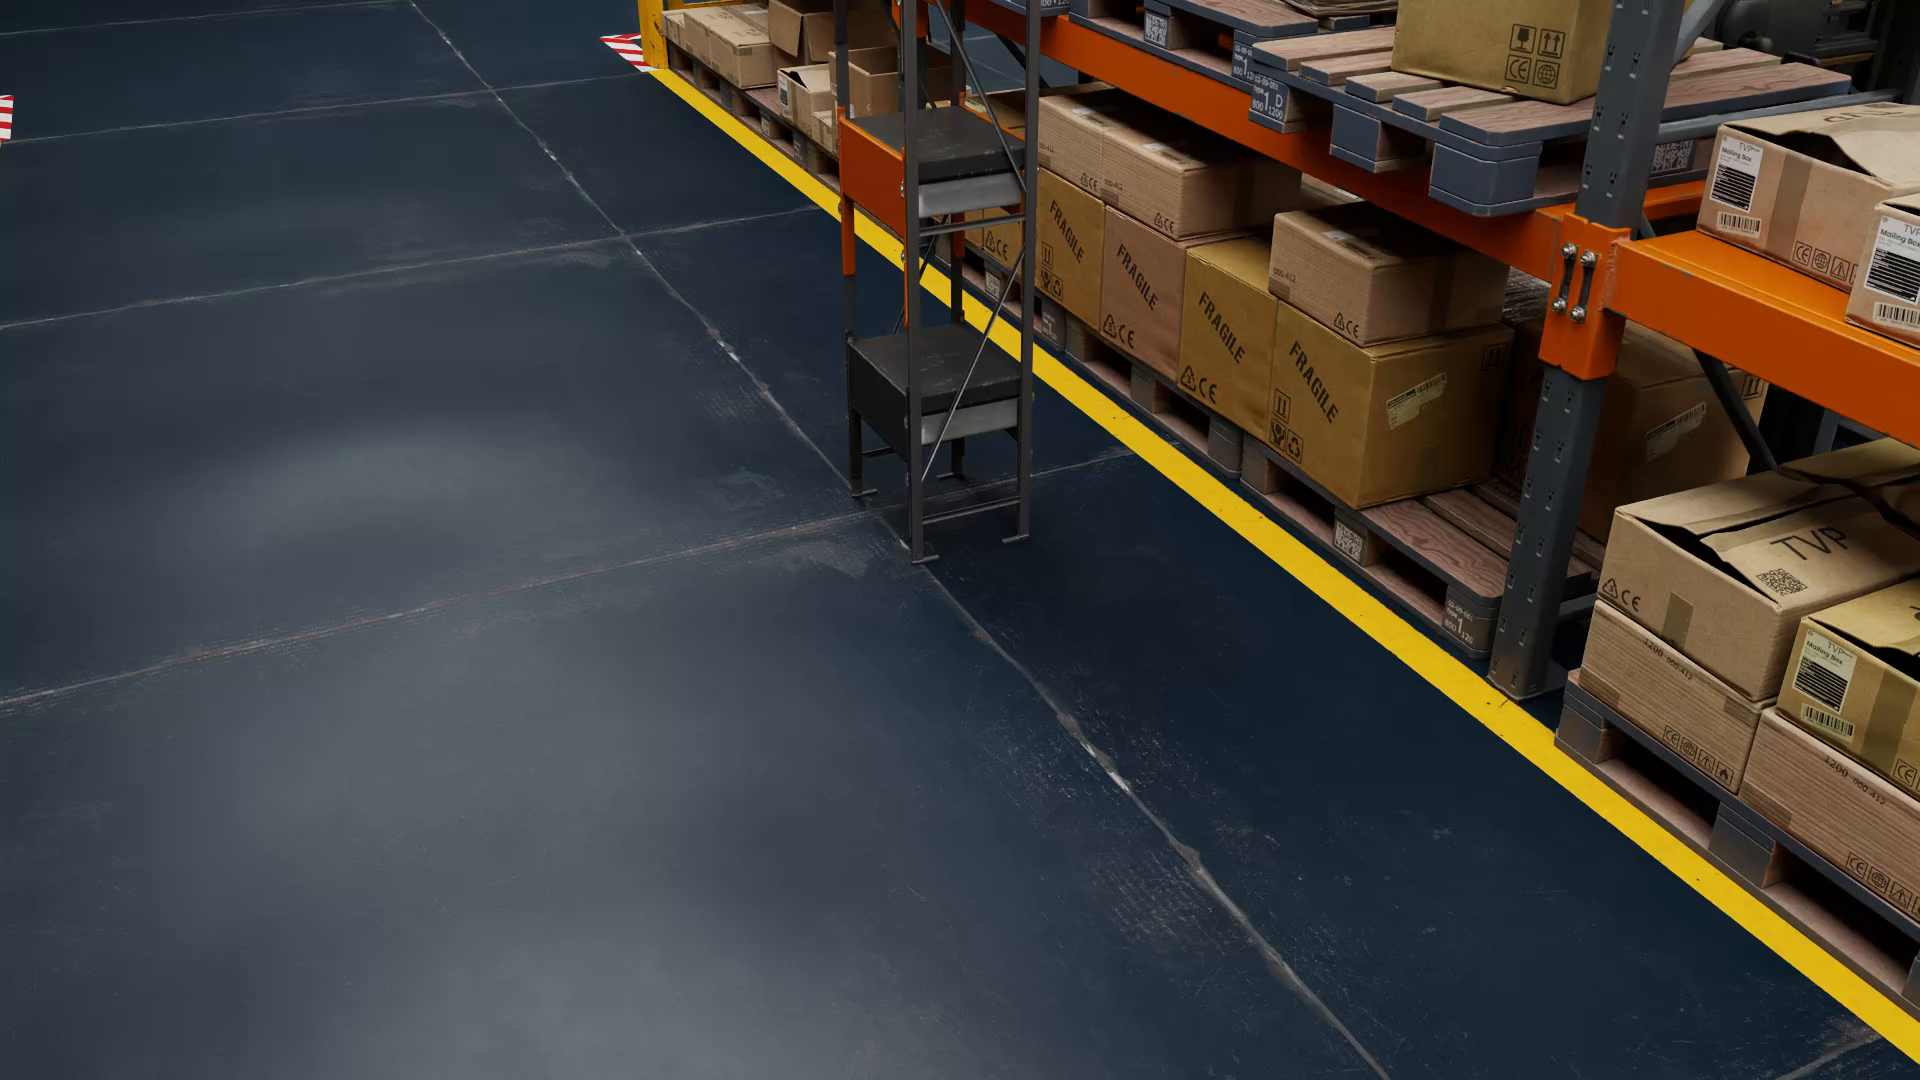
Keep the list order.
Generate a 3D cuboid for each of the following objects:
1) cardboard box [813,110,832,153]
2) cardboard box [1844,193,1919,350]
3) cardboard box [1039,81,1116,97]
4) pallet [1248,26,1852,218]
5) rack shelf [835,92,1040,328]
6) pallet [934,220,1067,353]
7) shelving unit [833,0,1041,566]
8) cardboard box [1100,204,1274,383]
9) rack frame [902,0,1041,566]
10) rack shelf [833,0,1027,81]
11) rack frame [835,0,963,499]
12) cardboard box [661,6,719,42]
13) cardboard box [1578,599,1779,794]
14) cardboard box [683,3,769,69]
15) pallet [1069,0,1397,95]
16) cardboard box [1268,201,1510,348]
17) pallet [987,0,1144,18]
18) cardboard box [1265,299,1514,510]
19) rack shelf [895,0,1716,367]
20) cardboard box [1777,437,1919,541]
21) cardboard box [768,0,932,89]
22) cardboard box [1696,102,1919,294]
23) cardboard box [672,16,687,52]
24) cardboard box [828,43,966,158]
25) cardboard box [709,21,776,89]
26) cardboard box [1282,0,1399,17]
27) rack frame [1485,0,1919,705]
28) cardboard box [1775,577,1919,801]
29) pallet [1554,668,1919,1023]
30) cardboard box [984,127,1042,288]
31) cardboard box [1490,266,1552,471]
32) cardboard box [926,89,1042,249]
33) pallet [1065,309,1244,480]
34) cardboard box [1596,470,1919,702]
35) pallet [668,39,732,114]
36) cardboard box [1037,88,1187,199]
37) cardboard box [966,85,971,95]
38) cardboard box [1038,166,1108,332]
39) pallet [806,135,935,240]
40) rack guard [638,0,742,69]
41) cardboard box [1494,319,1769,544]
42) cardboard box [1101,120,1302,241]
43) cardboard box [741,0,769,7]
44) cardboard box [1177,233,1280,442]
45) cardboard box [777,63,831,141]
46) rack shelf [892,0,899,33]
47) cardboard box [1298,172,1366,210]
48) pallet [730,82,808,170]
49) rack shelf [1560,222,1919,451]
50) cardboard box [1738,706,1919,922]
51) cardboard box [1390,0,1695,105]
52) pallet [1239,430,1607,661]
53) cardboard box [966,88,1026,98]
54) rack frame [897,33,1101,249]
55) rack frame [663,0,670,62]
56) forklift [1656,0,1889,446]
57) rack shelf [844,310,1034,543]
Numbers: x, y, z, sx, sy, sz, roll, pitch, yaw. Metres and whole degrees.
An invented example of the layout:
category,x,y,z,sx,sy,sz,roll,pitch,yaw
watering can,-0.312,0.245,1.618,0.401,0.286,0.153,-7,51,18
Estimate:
category,x,y,z,sx,sy,sz,roll,pitch,yaw
cardboard box,-0.515,-2.059,8.320,0.380,0.149,0.250,-13,32,-22
cardboard box,2.127,-0.524,3.209,0.500,0.311,0.500,-13,32,-23
cardboard box,0.672,-1.709,7.337,0.500,0.500,0.500,-13,32,-22
pallet,1.564,-1.200,4.519,1.213,0.211,1.003,-13,32,-22
rack shelf,-0.071,-0.977,4.874,0.431,0.518,0.480,-13,32,-22
pallet,0.585,-1.198,7.171,1.003,0.211,1.213,-13,32,-22
shelving unit,-0.071,-0.989,4.867,0.431,2.100,0.503,-13,32,-22
cardboard box,0.852,-0.923,5.936,0.500,0.500,0.500,-14,32,-24
rack frame,0.034,-0.881,4.675,0.400,2.100,0.015,-13,32,-22
rack shelf,-0.071,-1.588,4.531,0.431,0.518,0.480,-13,32,-22
rack frame,-0.176,-1.097,5.059,0.400,2.100,0.015,-13,32,-22
cardboard box,-1.647,-3.224,10.397,0.380,0.149,0.250,-13,32,-22
cardboard box,1.878,0.311,4.011,0.500,0.250,0.500,-13,32,-22
cardboard box,-1.324,-3.004,9.903,0.500,0.250,0.500,-13,32,-22
pallet,1.079,-1.773,5.541,1.003,0.211,1.213,-13,32,-22
cardboard box,1.277,-0.815,4.976,0.500,0.250,0.500,-12,31,-20
pallet,0.446,-2.306,6.492,1.003,0.211,1.213,-13,32,-22
cardboard box,1.305,-0.464,5.117,0.500,0.500,0.500,-12,31,-20
rack shelf,1.060,-1.568,5.715,1.077,0.370,4.000,-13,32,-22
cardboard box,2.366,-0.047,4.076,0.500,0.311,0.500,-12,32,-21
cardboard box,-0.610,-2.697,9.096,0.797,0.503,0.637,-13,32,-22
cardboard box,2.035,-0.790,3.683,0.500,0.311,0.500,-11,31,-19
cardboard box,-1.539,-3.121,10.196,0.380,0.166,0.250,-13,32,-22
cardboard box,-0.300,-2.059,7.961,0.500,0.500,0.500,-13,32,-22
cardboard box,-1.110,-2.784,9.509,0.500,0.250,0.500,-13,32,-22
cardboard box,1.326,-1.924,5.083,0.700,0.500,0.500,-7,30,-13
rack frame,1.918,-0.999,3.964,1.000,3.000,0.127,-13,32,-22
cardboard box,2.111,0.296,3.463,0.500,0.311,0.500,-14,32,-23
pallet,2.237,0.589,3.983,1.003,0.211,1.213,-13,32,-22
cardboard box,0.428,-1.369,6.730,0.500,0.500,0.500,-13,32,-21
cardboard box,1.751,-0.591,5.344,0.500,0.500,0.500,-14,32,-24
cardboard box,0.189,-1.602,7.147,0.500,0.500,0.500,-15,32,-24
pallet,1.112,-0.658,6.208,1.003,0.211,1.213,-13,32,-22
cardboard box,1.878,0.066,3.874,0.500,0.311,0.500,-12,31,-20
pallet,-1.140,-2.931,10.261,1.003,0.211,1.213,-13,32,-22
cardboard box,0.618,-1.488,6.175,0.500,0.250,0.500,-13,32,-22
cardboard box,-0.164,-2.332,8.790,0.380,0.166,0.250,-13,32,-22
cardboard box,0.636,-1.147,6.334,0.500,0.500,0.500,-13,32,-21
pallet,-0.093,-1.853,8.338,1.003,0.211,1.213,-13,32,-22
rack guard,-1.483,-3.409,10.818,1.175,0.500,0.348,-13,32,-22
cardboard box,1.981,-0.361,4.933,0.500,0.500,0.500,-12,31,-20
cardboard box,0.834,-1.266,5.780,0.500,0.250,0.500,-14,32,-23
cardboard box,-1.060,-3.446,10.434,0.500,0.500,0.500,-13,32,-22
cardboard box,1.083,-0.693,5.524,0.500,0.500,0.500,-14,32,-24
cardboard box,-0.622,-2.308,8.599,0.500,0.311,0.500,-13,32,-22
rack shelf,-0.657,-3.335,8.867,1.077,0.370,4.000,-13,32,-22
cardboard box,1.312,-1.043,6.150,0.500,0.500,0.500,-14,32,-24
pallet,-0.620,-2.392,9.301,1.003,0.211,1.213,-13,32,-22
rack shelf,2.777,0.199,2.564,1.077,0.370,4.000,-13,32,-22
cardboard box,2.095,0.532,3.616,0.500,0.250,0.500,-14,32,-23
cardboard box,1.546,-1.480,4.291,0.700,0.500,0.500,-26,38,-38
pallet,1.632,-0.120,5.248,1.003,0.211,1.213,-13,32,-22
cardboard box,0.216,-2.016,8.077,0.500,0.311,0.500,-13,32,-22
rack frame,0.201,-2.766,7.115,1.000,3.000,0.127,-13,32,-22
rack frame,-1.516,-4.532,10.266,1.000,3.000,0.127,-13,32,-22
forklift,2.937,-1.806,5.474,1.130,2.935,3.031,-13,32,-22
rack shelf,-0.071,-0.367,5.216,0.431,0.518,0.480,-13,32,-22
